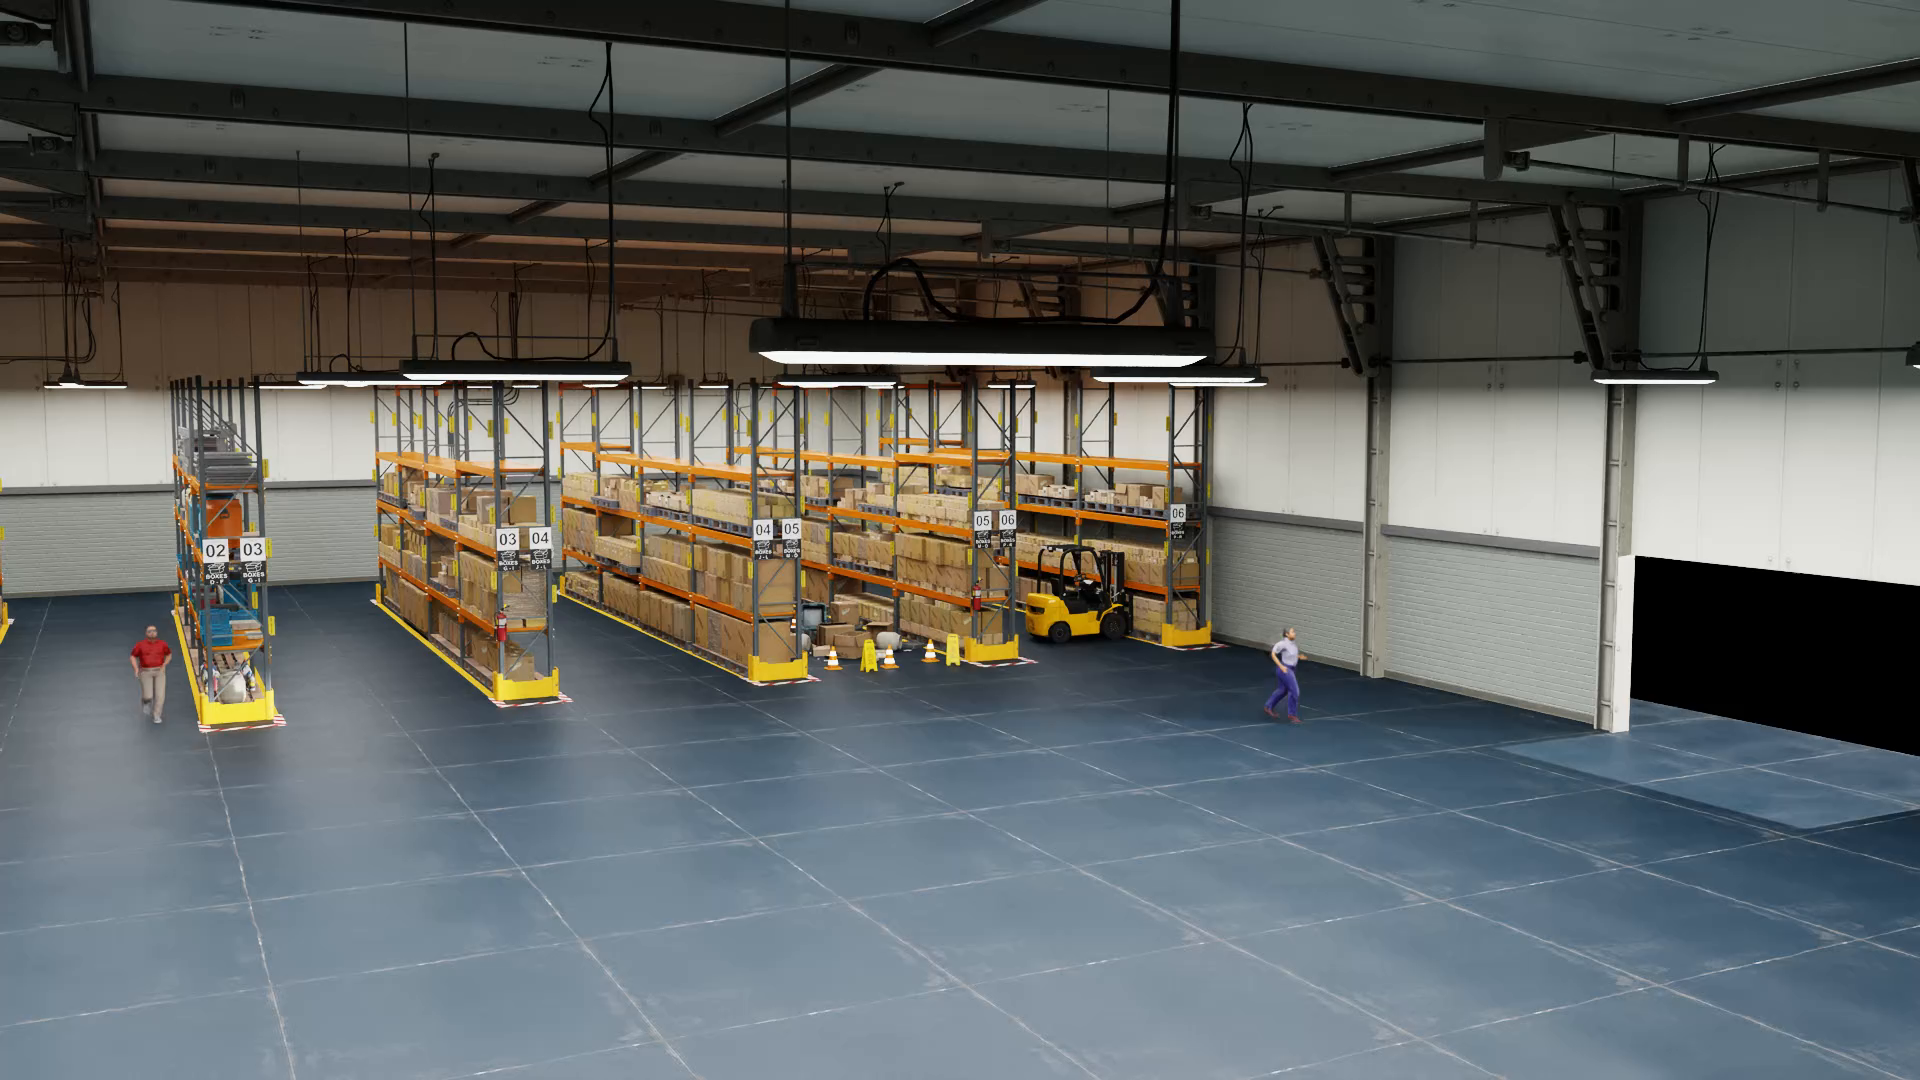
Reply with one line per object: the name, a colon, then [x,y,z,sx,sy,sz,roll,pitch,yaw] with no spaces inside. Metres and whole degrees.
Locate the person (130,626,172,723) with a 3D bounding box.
person: [-14.003,2.322,28.847,0.653,1.668,0.577,-3,6,-33]

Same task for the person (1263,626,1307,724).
person: [5.653,2.336,28.934,0.728,1.700,0.596,2,6,25]

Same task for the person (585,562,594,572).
person: [-10.771,0.583,48.826,0.873,1.602,0.542,-3,6,-29]
